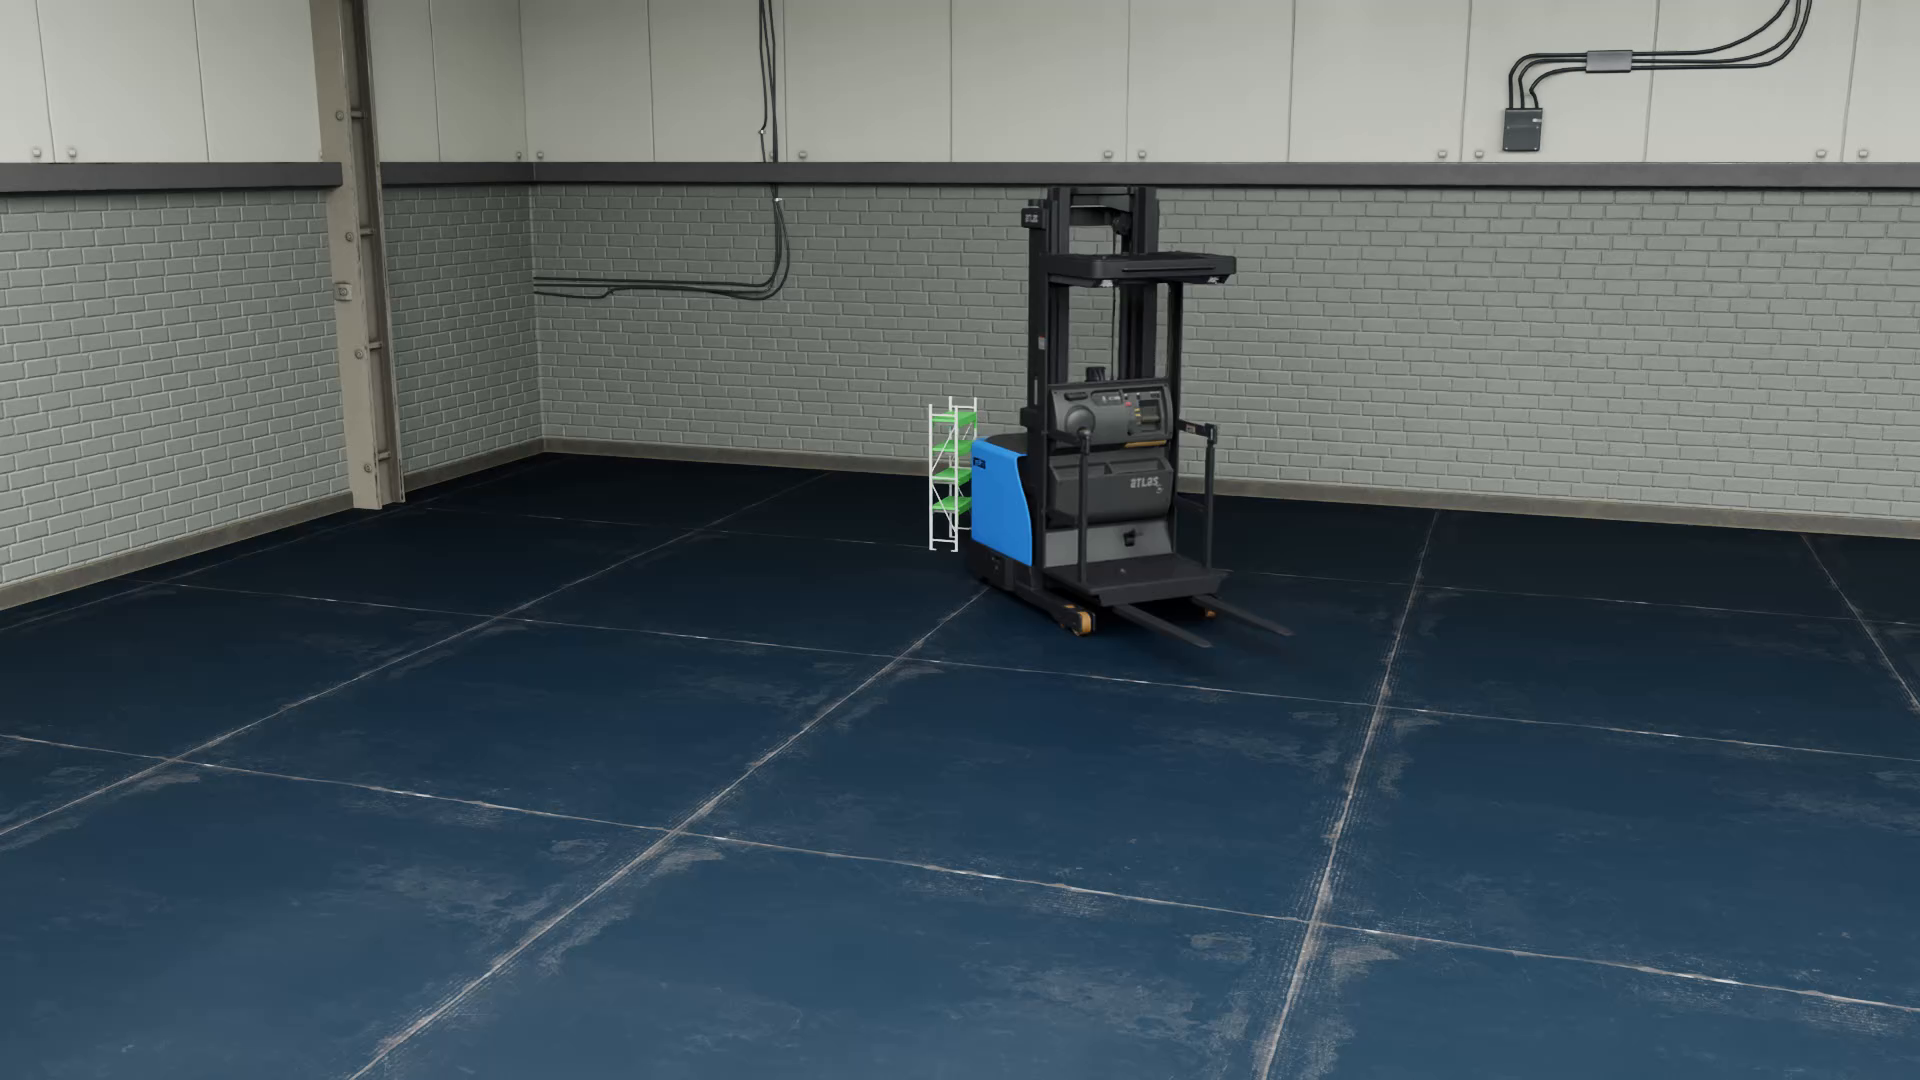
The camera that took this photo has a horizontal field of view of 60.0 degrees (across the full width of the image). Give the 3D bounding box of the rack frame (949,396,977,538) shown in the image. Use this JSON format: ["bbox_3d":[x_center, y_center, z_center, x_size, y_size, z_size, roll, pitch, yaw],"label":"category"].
[{"bbox_3d":[0.025,-0.601,13.927,0.240,1.200,0.015,4,14,18],"label":"rack frame"}]

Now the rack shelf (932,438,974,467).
[{"bbox_3d":[-0.054,-0.722,13.663,0.258,0.148,0.480,4,14,18],"label":"rack shelf"}]

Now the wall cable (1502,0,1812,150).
[{"bbox_3d":[5.783,-6.215,13.350,2.305,6.003,0.169,4,14,18],"label":"wall cable"}]

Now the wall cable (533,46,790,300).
[{"bbox_3d":[-3.195,-3.730,17.084,3.097,2.526,0.112,4,14,18],"label":"wall cable"}]

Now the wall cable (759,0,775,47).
[{"bbox_3d":[-0.635,-5.997,15.668,3.097,2.526,0.112,4,14,18],"label":"wall cable"}]

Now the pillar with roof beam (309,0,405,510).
[{"bbox_3d":[-1.326,-4.408,13.080,9.100,9.000,0.400,4,14,18],"label":"pillar with roof beam"}]

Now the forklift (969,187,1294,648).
[{"bbox_3d":[1.150,-0.896,11.328,1.130,2.935,3.031,-6,14,-24],"label":"forklift"}]

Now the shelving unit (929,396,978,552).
[{"bbox_3d":[-0.054,-0.550,13.702,0.258,1.200,0.503,4,14,18],"label":"shelving unit"}]

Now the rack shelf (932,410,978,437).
[{"bbox_3d":[-0.054,-0.956,13.609,0.258,0.148,0.480,4,14,18],"label":"rack shelf"}]

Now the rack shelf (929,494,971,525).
[{"bbox_3d":[-0.054,-0.254,13.769,0.258,0.148,0.480,4,14,18],"label":"rack shelf"}]

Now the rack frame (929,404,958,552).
[{"bbox_3d":[-0.133,-0.499,13.477,0.240,1.200,0.015,4,14,18],"label":"rack frame"}]

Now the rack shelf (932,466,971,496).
[{"bbox_3d":[-0.054,-0.488,13.716,0.258,0.148,0.480,4,14,18],"label":"rack shelf"}]
